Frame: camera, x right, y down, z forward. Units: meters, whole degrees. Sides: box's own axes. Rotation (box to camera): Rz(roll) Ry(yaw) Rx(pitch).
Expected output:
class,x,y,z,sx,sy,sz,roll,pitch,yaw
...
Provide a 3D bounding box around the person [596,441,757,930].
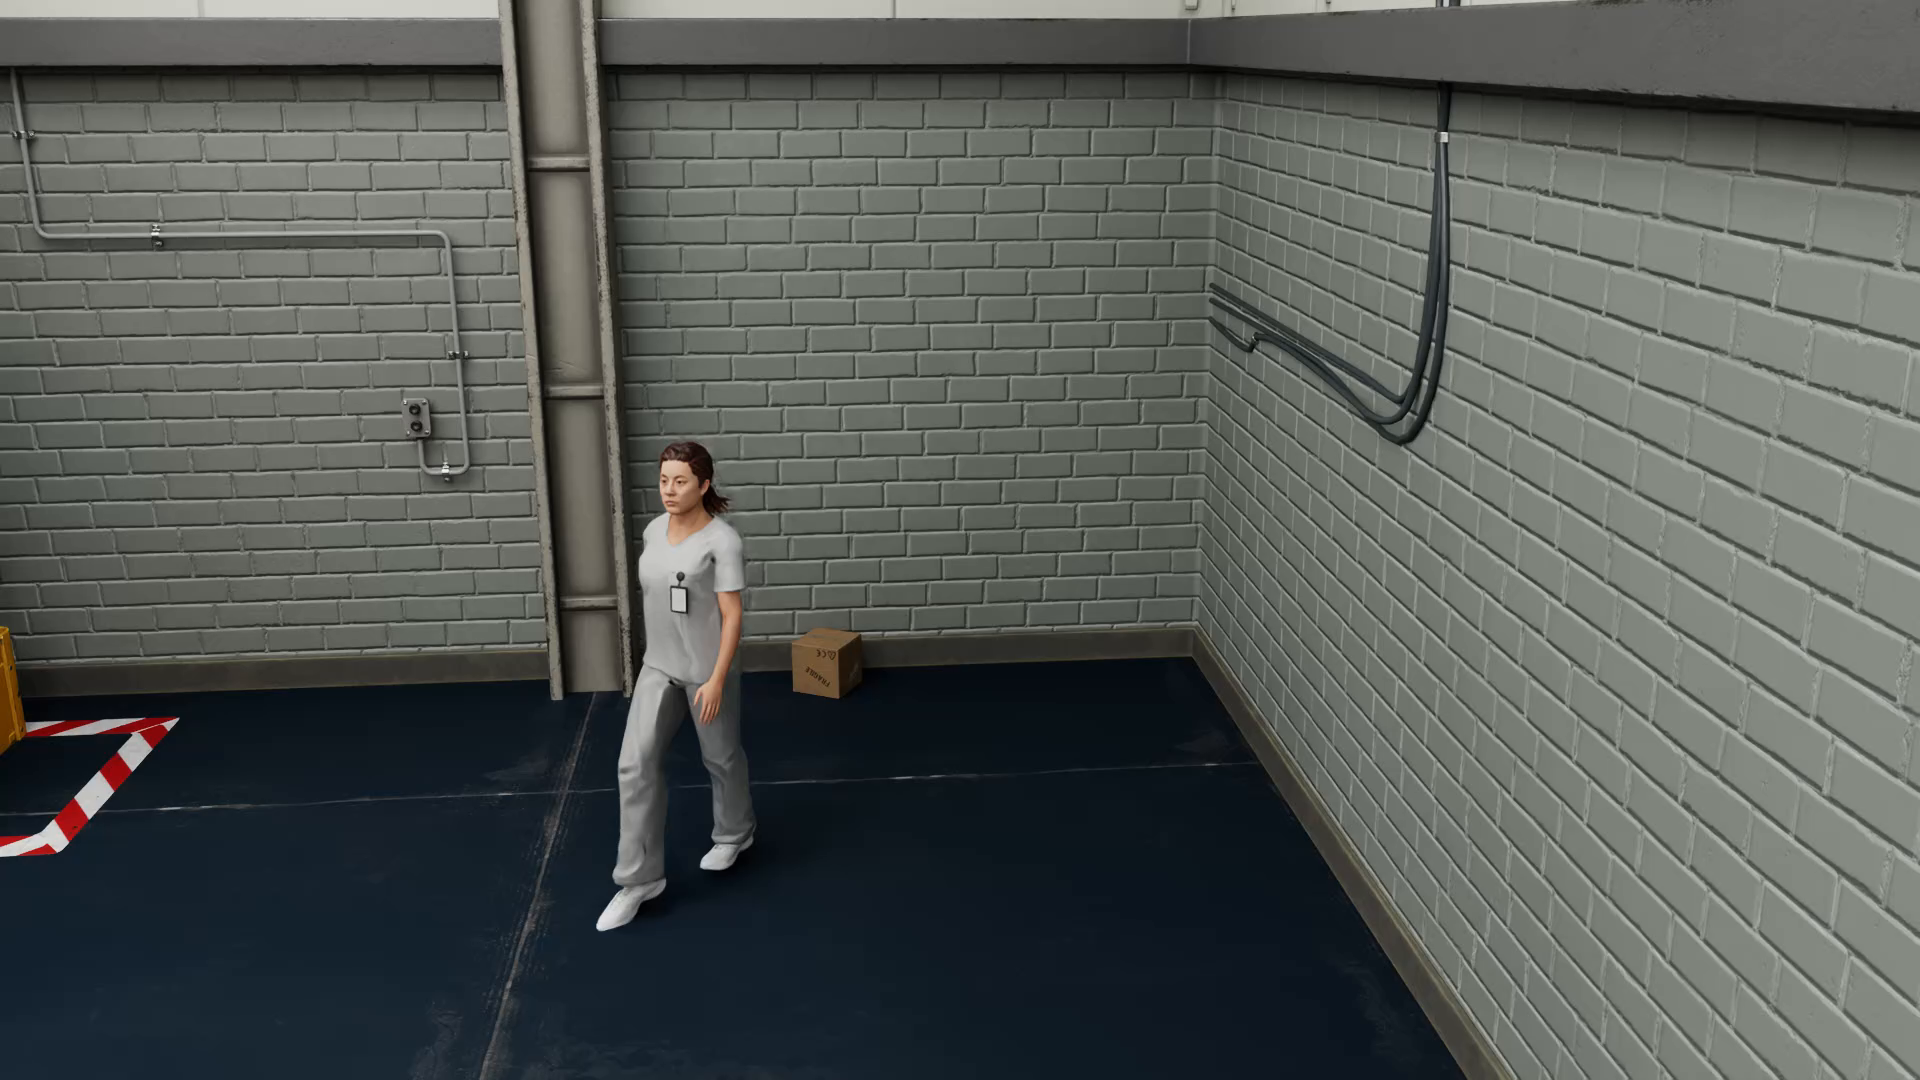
class,x,y,z,sx,sy,sz,roll,pitch,yaw
person,-0.986,0.506,5.900,0.478,1.699,0.749,8,18,24
